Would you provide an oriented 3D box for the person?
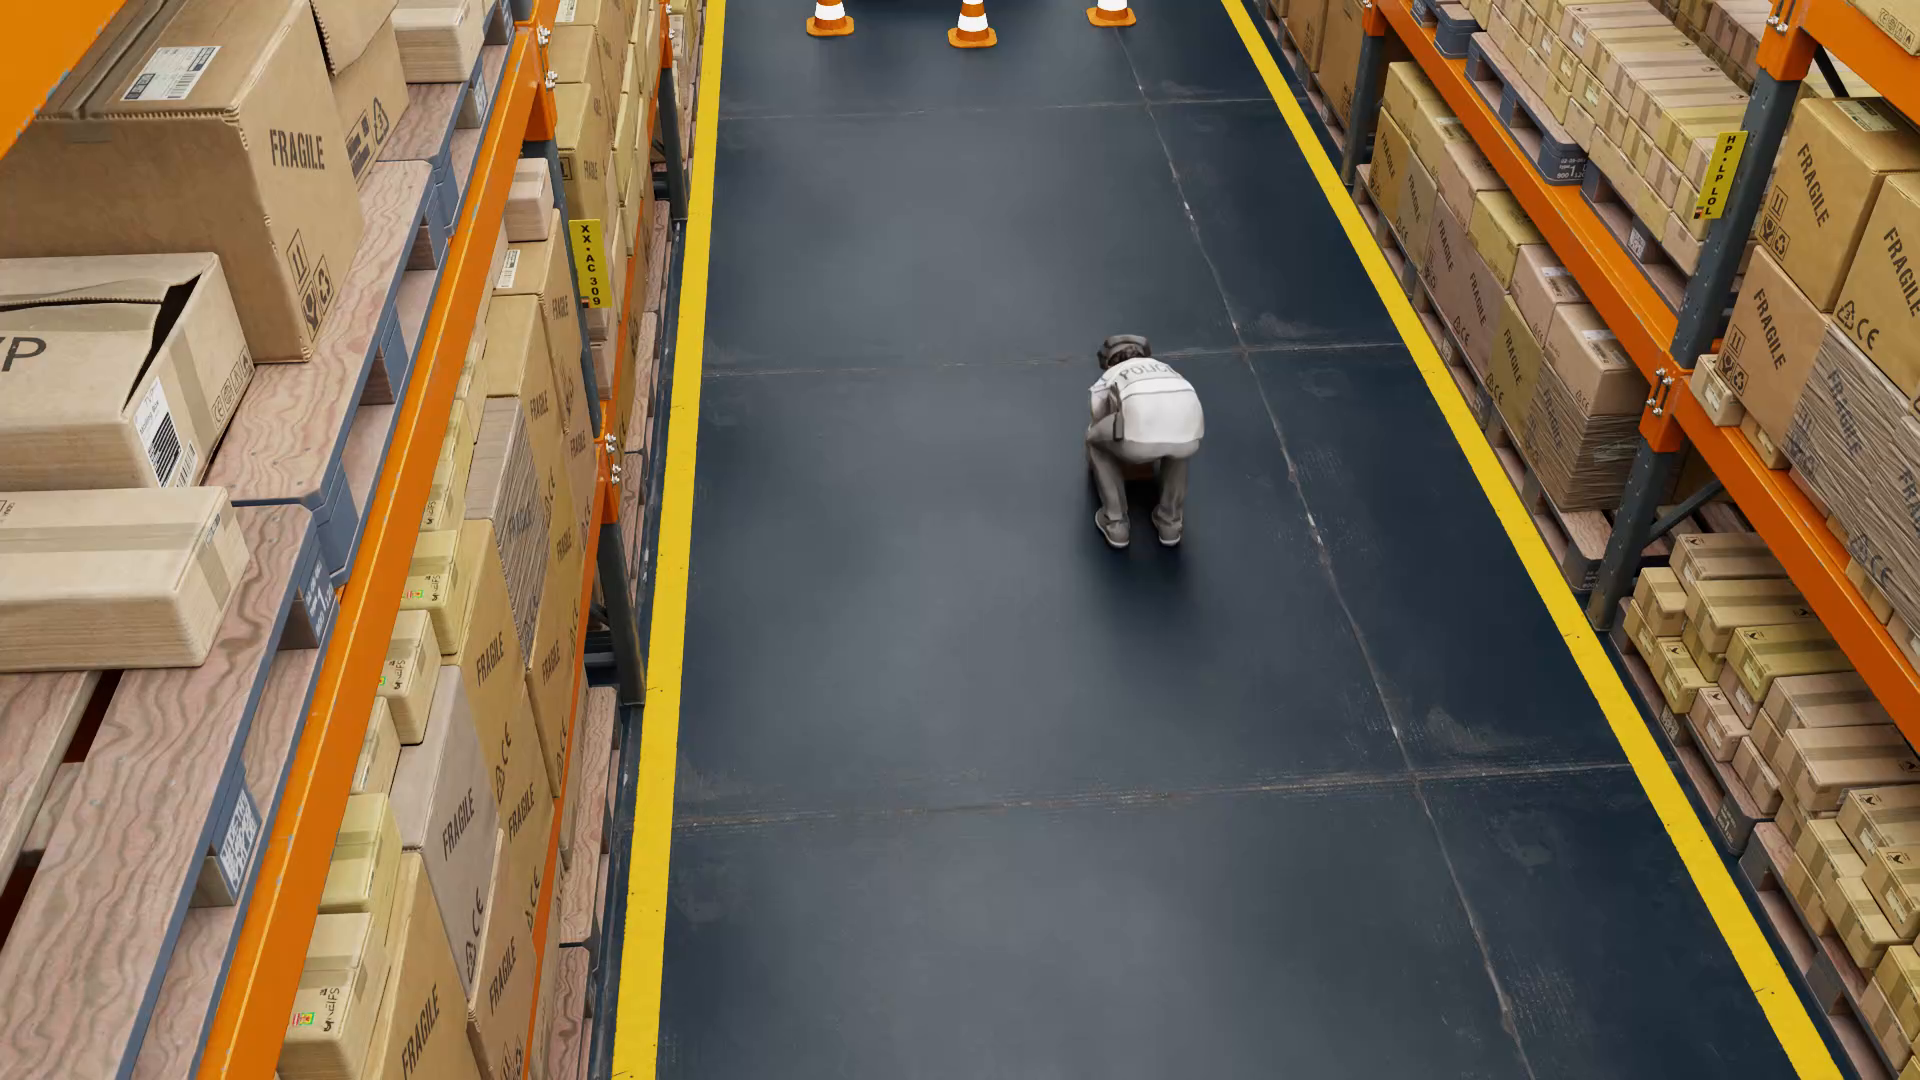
[{"bbox_3d":[0.792,-0.457,7.376,0.468,0.842,0.888,-5,40,-6],"label":"person"}]
